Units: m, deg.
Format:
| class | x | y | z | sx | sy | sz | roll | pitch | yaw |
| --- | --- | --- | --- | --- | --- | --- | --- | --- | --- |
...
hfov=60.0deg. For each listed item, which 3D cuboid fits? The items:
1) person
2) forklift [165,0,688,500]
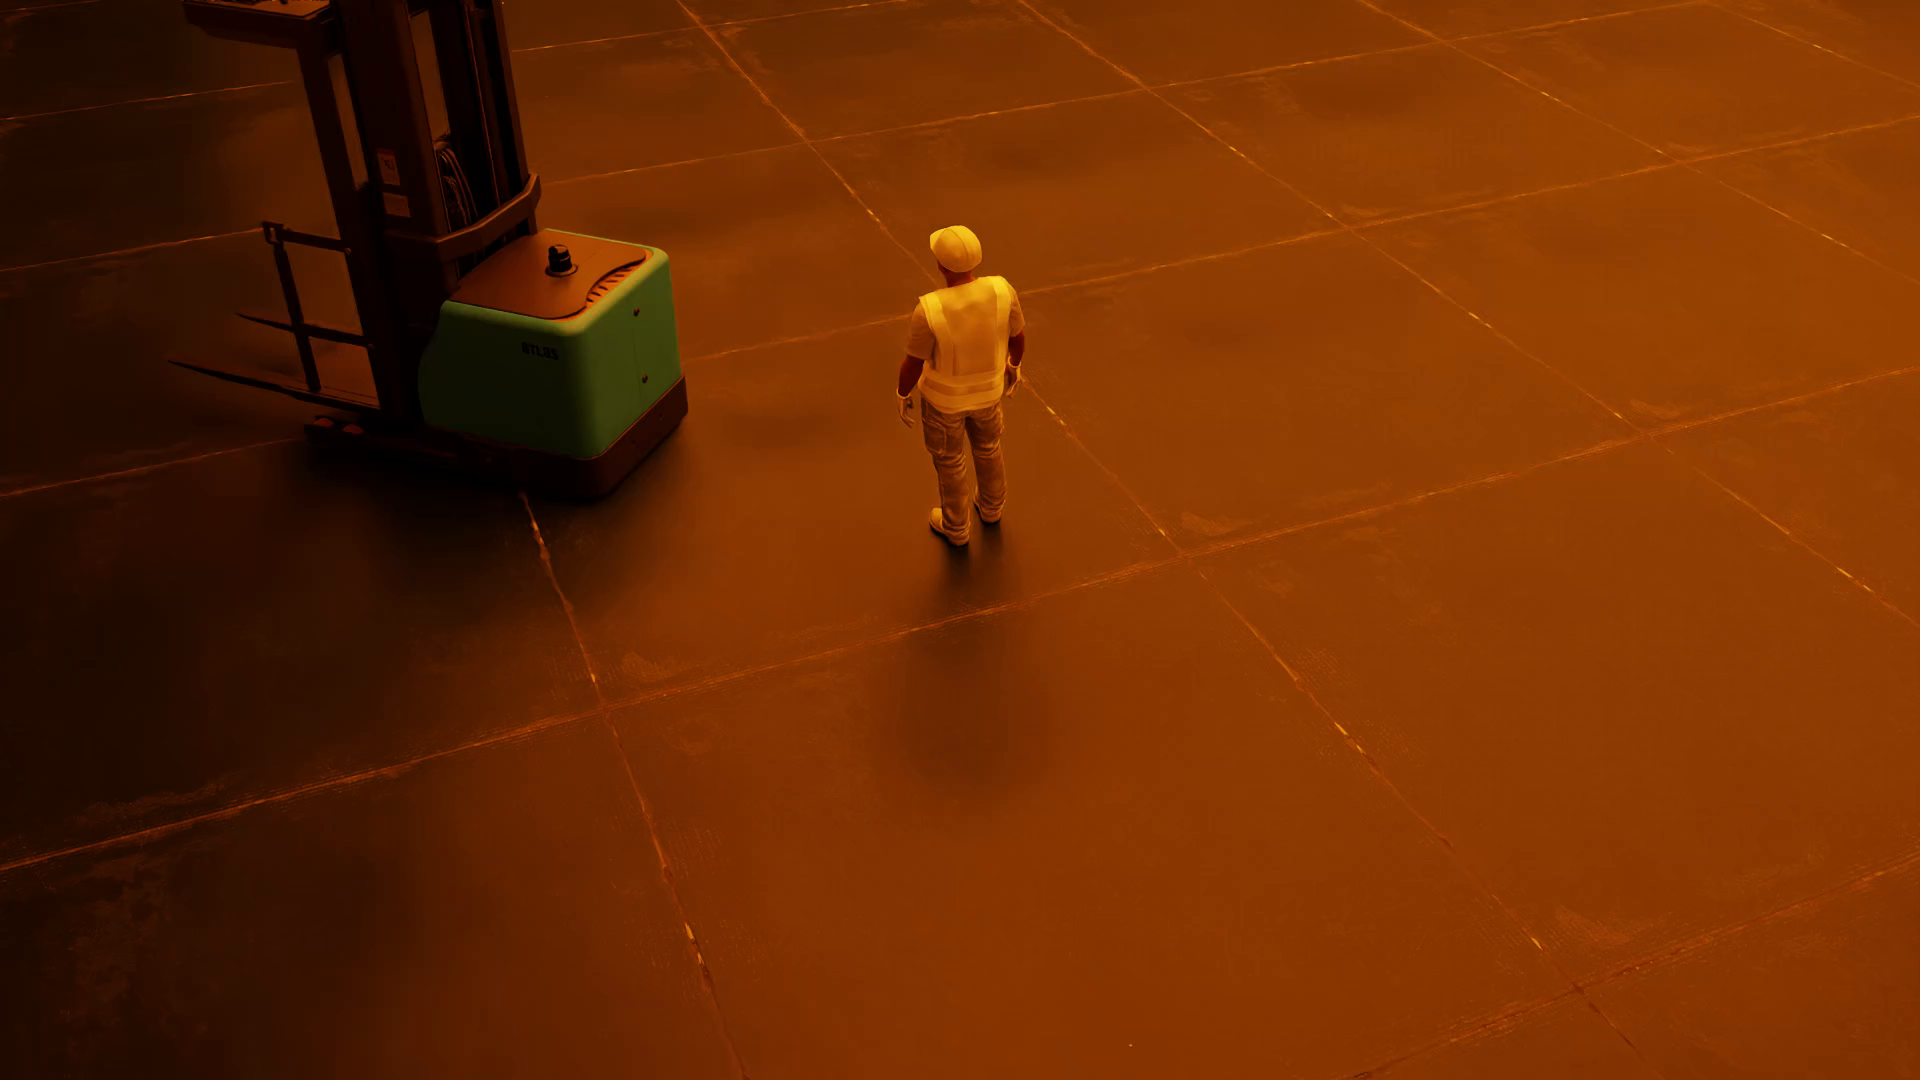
| class | x | y | z | sx | sy | sz | roll | pitch | yaw |
| --- | --- | --- | --- | --- | --- | --- | --- | --- | --- |
| person | -0.021 | -0.773 | 8.164 | 0.656 | 1.784 | 0.575 | -14 | 38 | -19 |
| forklift | -3.129 | -1.942 | 8.830 | 3.031 | 2.935 | 1.130 | 13 | 37 | 17 |
